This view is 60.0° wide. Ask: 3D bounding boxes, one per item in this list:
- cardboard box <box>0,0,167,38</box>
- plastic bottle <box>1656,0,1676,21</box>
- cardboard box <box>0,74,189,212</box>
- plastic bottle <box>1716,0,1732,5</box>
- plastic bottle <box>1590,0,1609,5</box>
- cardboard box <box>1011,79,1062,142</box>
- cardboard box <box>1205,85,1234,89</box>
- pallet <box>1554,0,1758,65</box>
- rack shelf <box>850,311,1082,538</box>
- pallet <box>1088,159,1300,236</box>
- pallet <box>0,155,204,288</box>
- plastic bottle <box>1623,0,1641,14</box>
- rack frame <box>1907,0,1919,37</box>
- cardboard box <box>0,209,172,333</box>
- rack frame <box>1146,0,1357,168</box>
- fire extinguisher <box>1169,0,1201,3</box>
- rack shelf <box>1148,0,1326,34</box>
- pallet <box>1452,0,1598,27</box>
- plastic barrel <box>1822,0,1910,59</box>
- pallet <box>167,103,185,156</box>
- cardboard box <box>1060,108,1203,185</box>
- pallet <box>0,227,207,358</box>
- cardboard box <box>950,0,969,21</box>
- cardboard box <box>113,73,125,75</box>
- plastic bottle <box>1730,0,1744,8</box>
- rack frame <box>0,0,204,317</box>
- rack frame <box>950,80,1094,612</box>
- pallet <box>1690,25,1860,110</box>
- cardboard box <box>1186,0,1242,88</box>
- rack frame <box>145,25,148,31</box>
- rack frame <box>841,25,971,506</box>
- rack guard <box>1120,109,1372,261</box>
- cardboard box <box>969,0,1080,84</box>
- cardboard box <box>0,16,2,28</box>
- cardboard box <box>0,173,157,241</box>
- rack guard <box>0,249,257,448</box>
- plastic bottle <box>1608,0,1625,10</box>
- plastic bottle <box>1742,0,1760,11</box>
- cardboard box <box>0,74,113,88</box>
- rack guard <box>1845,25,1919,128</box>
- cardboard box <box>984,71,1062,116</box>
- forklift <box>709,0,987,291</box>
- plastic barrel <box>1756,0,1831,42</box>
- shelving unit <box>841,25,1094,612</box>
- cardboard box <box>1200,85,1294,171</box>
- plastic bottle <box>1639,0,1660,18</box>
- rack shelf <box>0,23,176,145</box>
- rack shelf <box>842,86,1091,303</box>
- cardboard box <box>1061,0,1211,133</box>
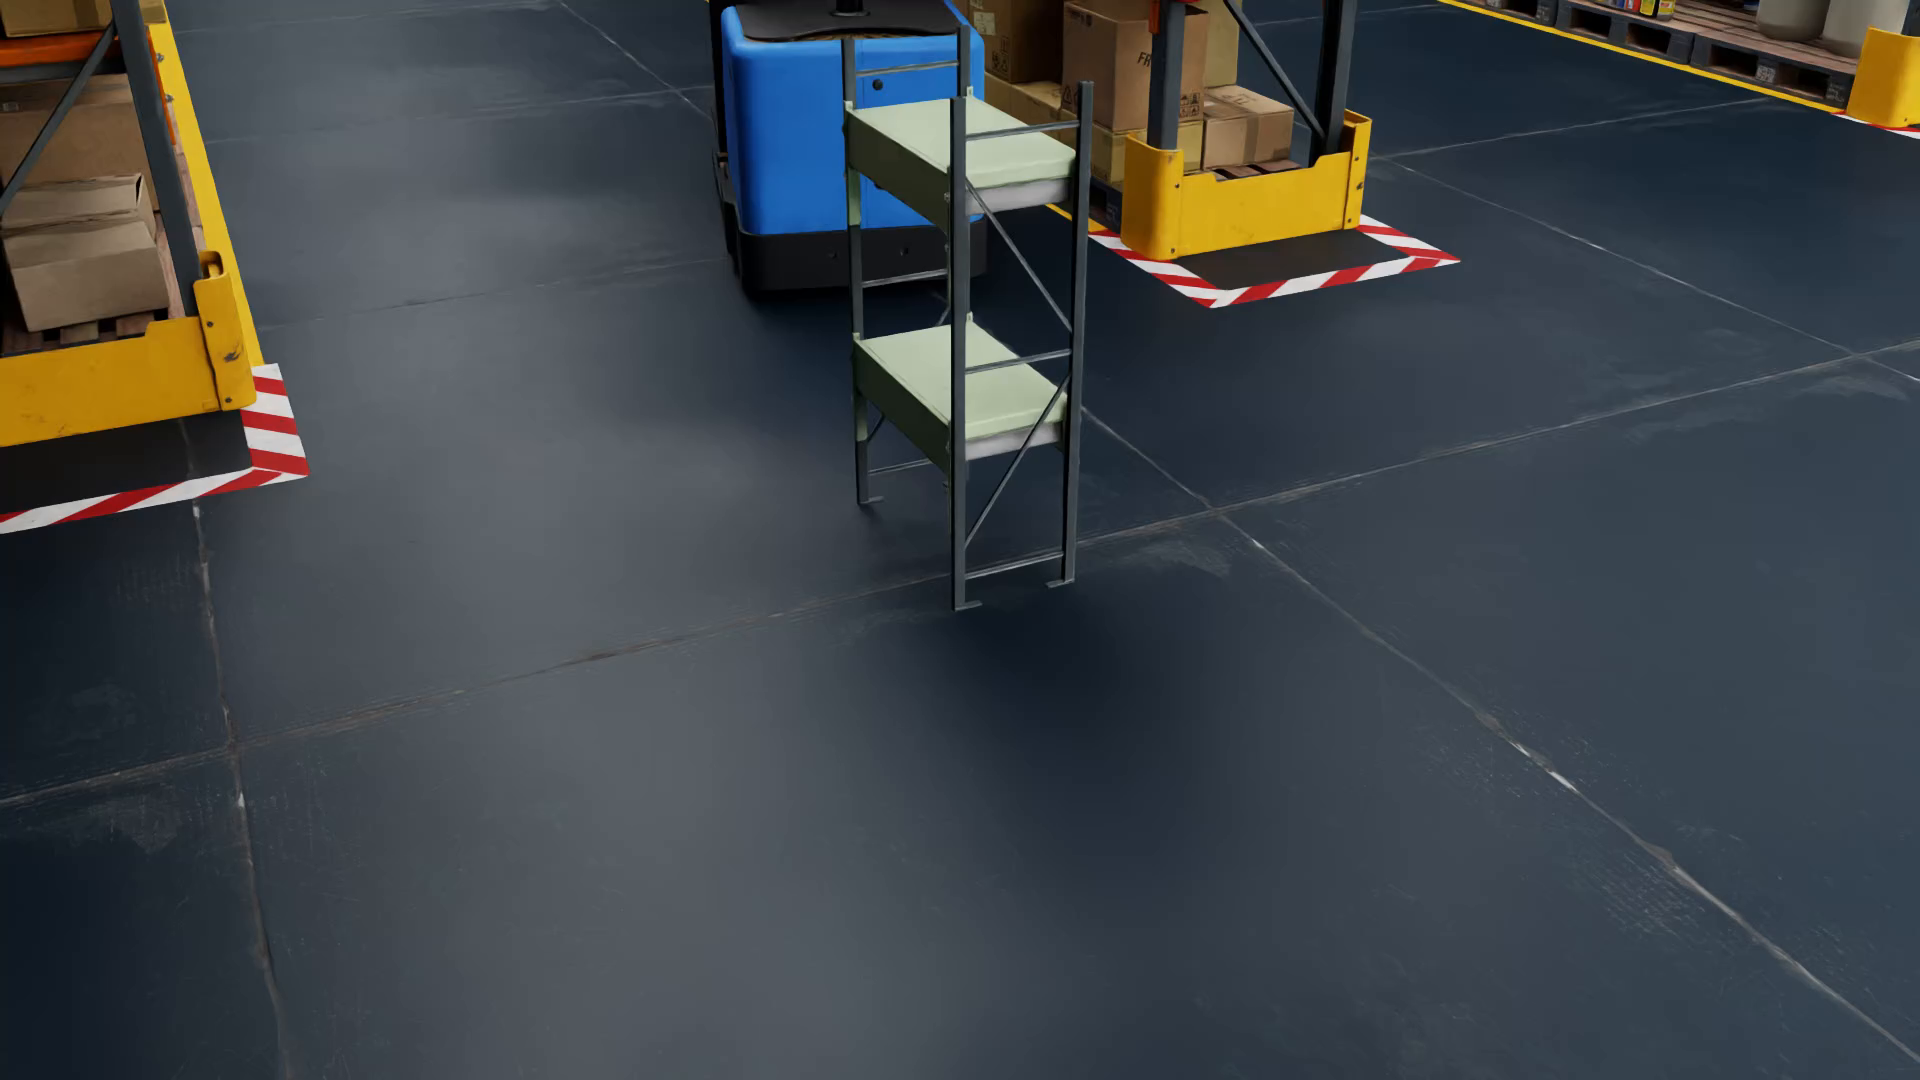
[{"bbox_3d":[-3.080,-1.950,5.794,0.500,0.250,0.500,-14,32,-23],"label":"cardboard box"},{"bbox_3d":[4.606,-3.496,10.828,0.097,0.201,0.097,0,29,0],"label":"plastic bottle"},{"bbox_3d":[-3.888,-1.737,7.387,0.700,0.500,0.500,-15,33,-25],"label":"cardboard box"},{"bbox_3d":[5.212,-3.782,11.256,0.061,0.283,0.133,-13,32,-21],"label":"plastic bottle"},{"bbox_3d":[4.388,-3.811,11.239,0.144,0.351,0.185,-12,31,-20],"label":"plastic bottle"},{"bbox_3d":[0.592,-2.144,8.388,0.500,0.250,0.500,-13,32,-22],"label":"cardboard box"},{"bbox_3d":[1.067,-2.254,8.585,0.500,0.250,0.500,-13,32,-22],"label":"cardboard box"},{"bbox_3d":[4.851,-3.511,11.295,1.003,0.211,1.213,-13,32,-22],"label":"pallet"},{"bbox_3d":[0.003,-0.367,5.037,0.431,0.370,0.720,-13,32,-22],"label":"rack shelf"},{"bbox_3d":[0.949,-1.879,8.386,1.003,0.211,1.213,-13,32,-22],"label":"pallet"},{"bbox_3d":[-4.027,-1.447,7.614,1.003,0.211,1.213,-13,32,-22],"label":"pallet"},{"bbox_3d":[4.522,-3.645,11.019,0.152,0.276,0.135,-13,32,-22],"label":"plastic bottle"},{"bbox_3d":[5.790,-3.805,8.969,1.000,3.000,0.127,-13,32,-22],"label":"rack frame"},{"bbox_3d":[-3.373,-1.069,6.388,0.500,0.311,0.500,-17,33,-28],"label":"cardboard box"},{"bbox_3d":[1.315,-2.767,7.117,1.000,3.000,0.127,-13,32,-22],"label":"rack frame"},{"bbox_3d":[0.946,-2.583,6.869,0.296,0.674,0.183,-13,32,-22],"label":"fire extinguisher"},{"bbox_3d":[0.456,-3.336,8.869,1.077,0.370,4.000,-13,32,-22],"label":"rack shelf"},{"bbox_3d":[4.324,-4.050,12.257,1.003,0.211,1.213,-13,32,-22],"label":"pallet"},{"bbox_3d":[5.438,-3.178,9.964,0.421,0.512,0.421,0,29,0],"label":"plastic barrel"},{"bbox_3d":[-4.555,-1.986,8.576,1.003,0.211,1.213,-13,32,-22],"label":"pallet"},{"bbox_3d":[0.818,-1.925,7.999,0.500,0.250,0.500,-13,32,-22],"label":"cardboard box"},{"bbox_3d":[-3.507,-0.908,6.654,1.003,0.211,1.213,-13,32,-22],"label":"pallet"},{"bbox_3d":[0.160,-2.912,8.991,0.500,0.500,0.500,-13,32,-22],"label":"cardboard box"},{"bbox_3d":[-5.206,-2.915,9.488,0.700,0.500,0.500,-12,31,-20],"label":"cardboard box"},{"bbox_3d":[5.249,-3.688,11.172,0.097,0.201,0.097,0,29,0],"label":"plastic bottle"},{"bbox_3d":[-3.158,-1.725,5.259,1.000,3.000,0.127,-13,32,-22],"label":"rack frame"},{"bbox_3d":[0.160,-0.490,4.590,0.400,1.500,0.023,-13,32,-22],"label":"rack frame"},{"bbox_3d":[5.371,-2.972,10.335,1.003,0.211,1.213,-13,32,-22],"label":"pallet"},{"bbox_3d":[1.069,-2.582,8.402,0.500,0.500,0.500,-13,32,-22],"label":"cardboard box"},{"bbox_3d":[-4.875,-3.492,8.410,1.000,3.000,0.127,-13,32,-22],"label":"rack frame"},{"bbox_3d":[-0.154,-0.813,5.166,0.400,1.500,0.023,-13,32,-22],"label":"rack frame"},{"bbox_3d":[1.325,-1.666,7.710,1.175,0.500,0.348,-13,32,-22],"label":"rack guard"},{"bbox_3d":[0.373,-2.691,8.597,0.500,0.500,0.500,-13,32,-22],"label":"cardboard box"},{"bbox_3d":[-3.533,-1.834,5.587,0.500,0.250,0.500,-13,32,-21],"label":"cardboard box"},{"bbox_3d":[-3.618,-1.320,6.837,0.500,0.311,0.500,-10,31,-18],"label":"cardboard box"},{"bbox_3d":[-3.190,-0.668,5.930,1.175,0.500,0.348,-13,32,-22],"label":"rack guard"},{"bbox_3d":[4.463,-3.707,11.128,0.152,0.276,0.135,-14,32,-23],"label":"plastic bottle"},{"bbox_3d":[5.293,-3.673,11.074,0.097,0.271,0.097,0,29,0],"label":"plastic bottle"},{"bbox_3d":[-4.393,-2.143,8.111,0.500,0.500,0.500,-16,33,-26],"label":"cardboard box"},{"bbox_3d":[5.715,-2.738,9.622,1.175,0.500,0.348,-13,32,-22],"label":"rack guard"},{"bbox_3d":[0.376,-2.364,8.781,0.500,0.250,0.500,-13,32,-22],"label":"cardboard box"},{"bbox_3d":[-0.657,-3.025,7.647,1.130,2.935,3.031,-5,30,-9],"label":"forklift"},{"bbox_3d":[5.223,-3.399,10.359,0.421,0.512,0.421,0,29,0],"label":"plastic barrel"},{"bbox_3d":[0.003,-0.651,4.878,0.431,1.500,0.755,-13,32,-22],"label":"shelving unit"},{"bbox_3d":[1.285,-2.034,8.193,0.500,0.250,0.500,-13,32,-22],"label":"cardboard box"},{"bbox_3d":[4.539,-3.579,10.893,0.061,0.283,0.133,-12,32,-21],"label":"plastic bottle"},{"bbox_3d":[-4.016,-2.295,7.011,1.077,0.370,4.000,-13,32,-22],"label":"rack shelf"},{"bbox_3d":[0.003,-0.992,4.687,0.431,0.370,0.720,-13,32,-22],"label":"rack shelf"},{"bbox_3d":[0.816,-2.252,7.814,0.500,0.500,0.500,-13,32,-22],"label":"cardboard box"}]
